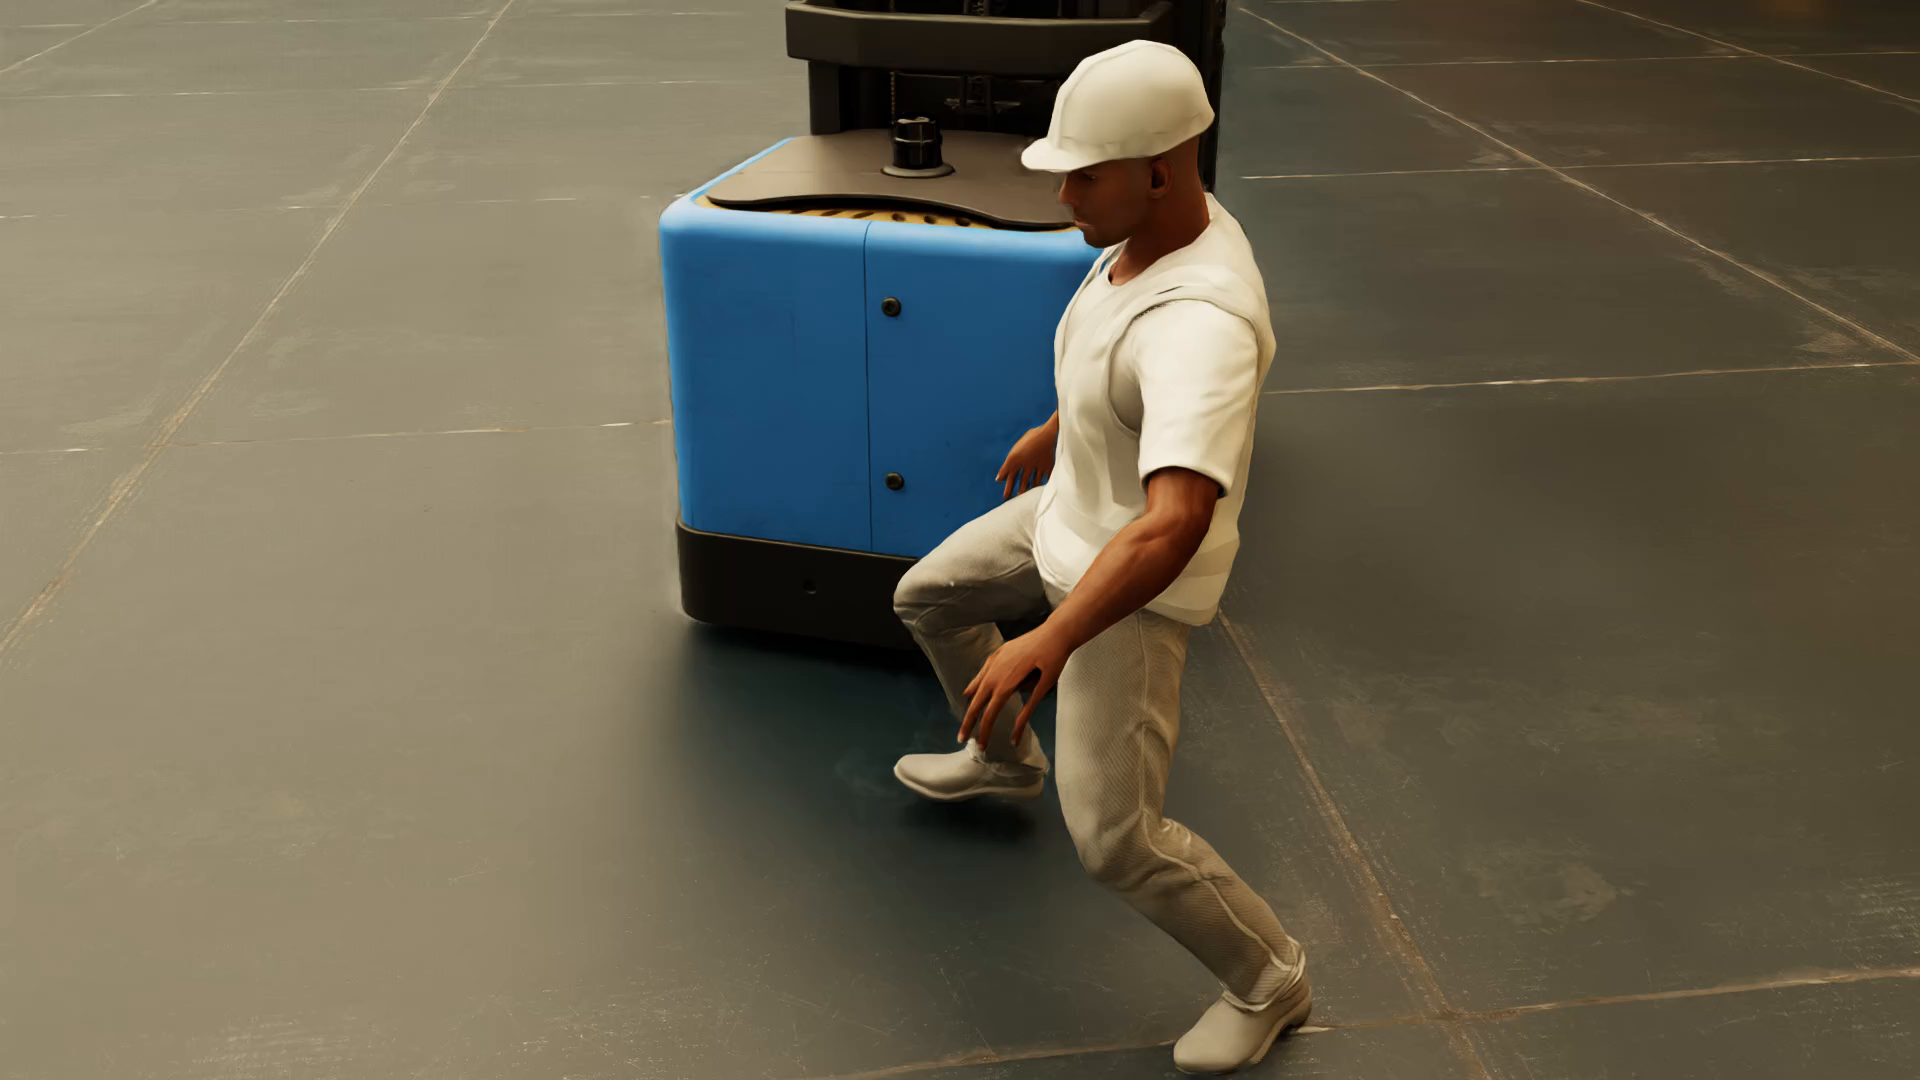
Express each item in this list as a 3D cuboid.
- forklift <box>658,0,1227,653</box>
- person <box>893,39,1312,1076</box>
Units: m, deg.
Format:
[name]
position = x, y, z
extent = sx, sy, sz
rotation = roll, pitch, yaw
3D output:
[forklift]
position = 0.204, -1.638, 4.629
extent = 1.130, 2.935, 3.031
rotation = 7, 27, 14
[person]
position = 0.244, 0.017, 2.744
extent = 0.720, 1.628, 1.020
rotation = -1, 26, -2
